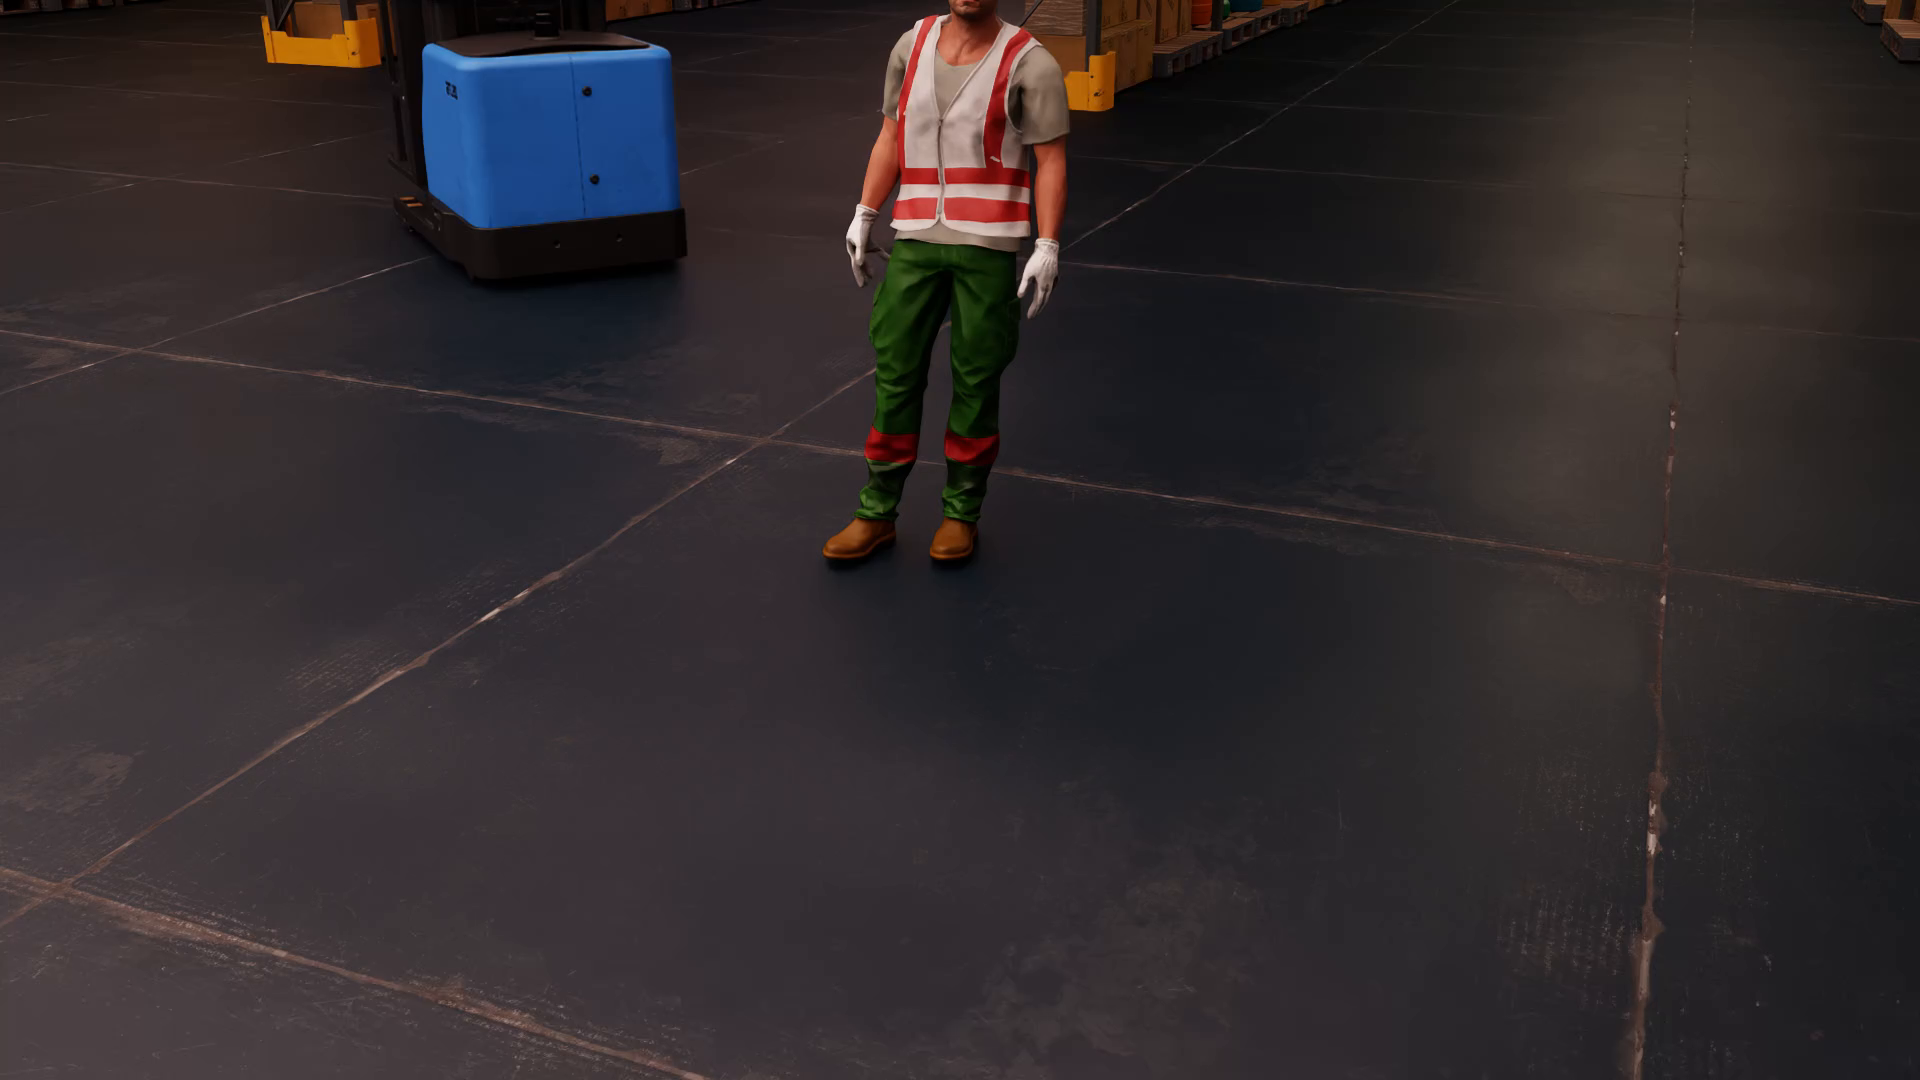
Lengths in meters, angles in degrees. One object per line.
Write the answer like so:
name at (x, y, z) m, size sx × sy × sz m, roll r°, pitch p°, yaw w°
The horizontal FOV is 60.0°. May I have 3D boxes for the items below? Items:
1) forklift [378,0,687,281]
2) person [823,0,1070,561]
forklift at (-2.507, -3.111, 8.735) m, size 1.130 × 2.935 × 3.031 m, roll -12°, pitch 25°, yaw -26°
person at (-0.042, -0.805, 4.680) m, size 0.637 × 1.790 × 0.562 m, roll 9°, pitch 24°, yaw 21°
